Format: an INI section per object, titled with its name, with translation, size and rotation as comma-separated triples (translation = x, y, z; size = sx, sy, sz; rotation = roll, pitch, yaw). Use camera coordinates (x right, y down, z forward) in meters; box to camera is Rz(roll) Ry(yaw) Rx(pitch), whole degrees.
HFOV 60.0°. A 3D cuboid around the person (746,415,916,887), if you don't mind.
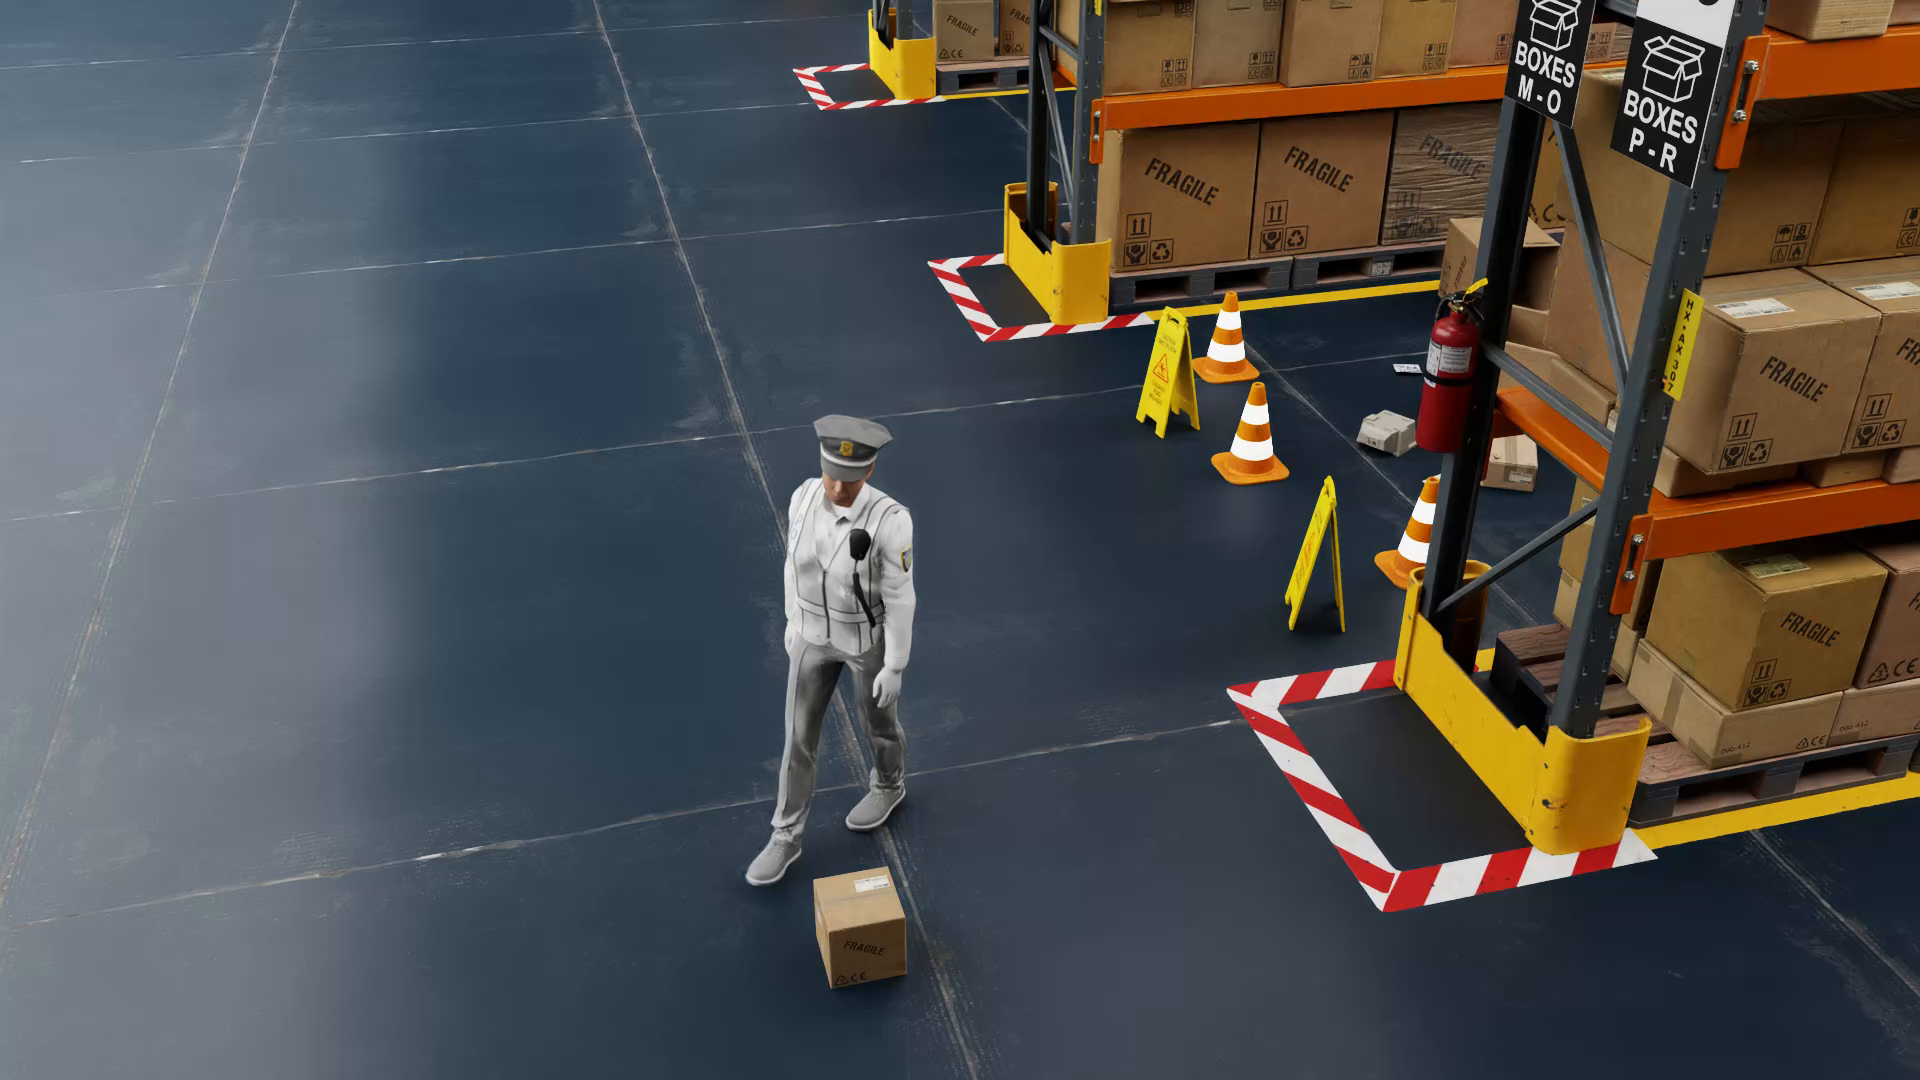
[person]
translation = -0.420, 0.378, 5.458
size = 0.511, 1.646, 0.737
rotation = 12, 33, 20
